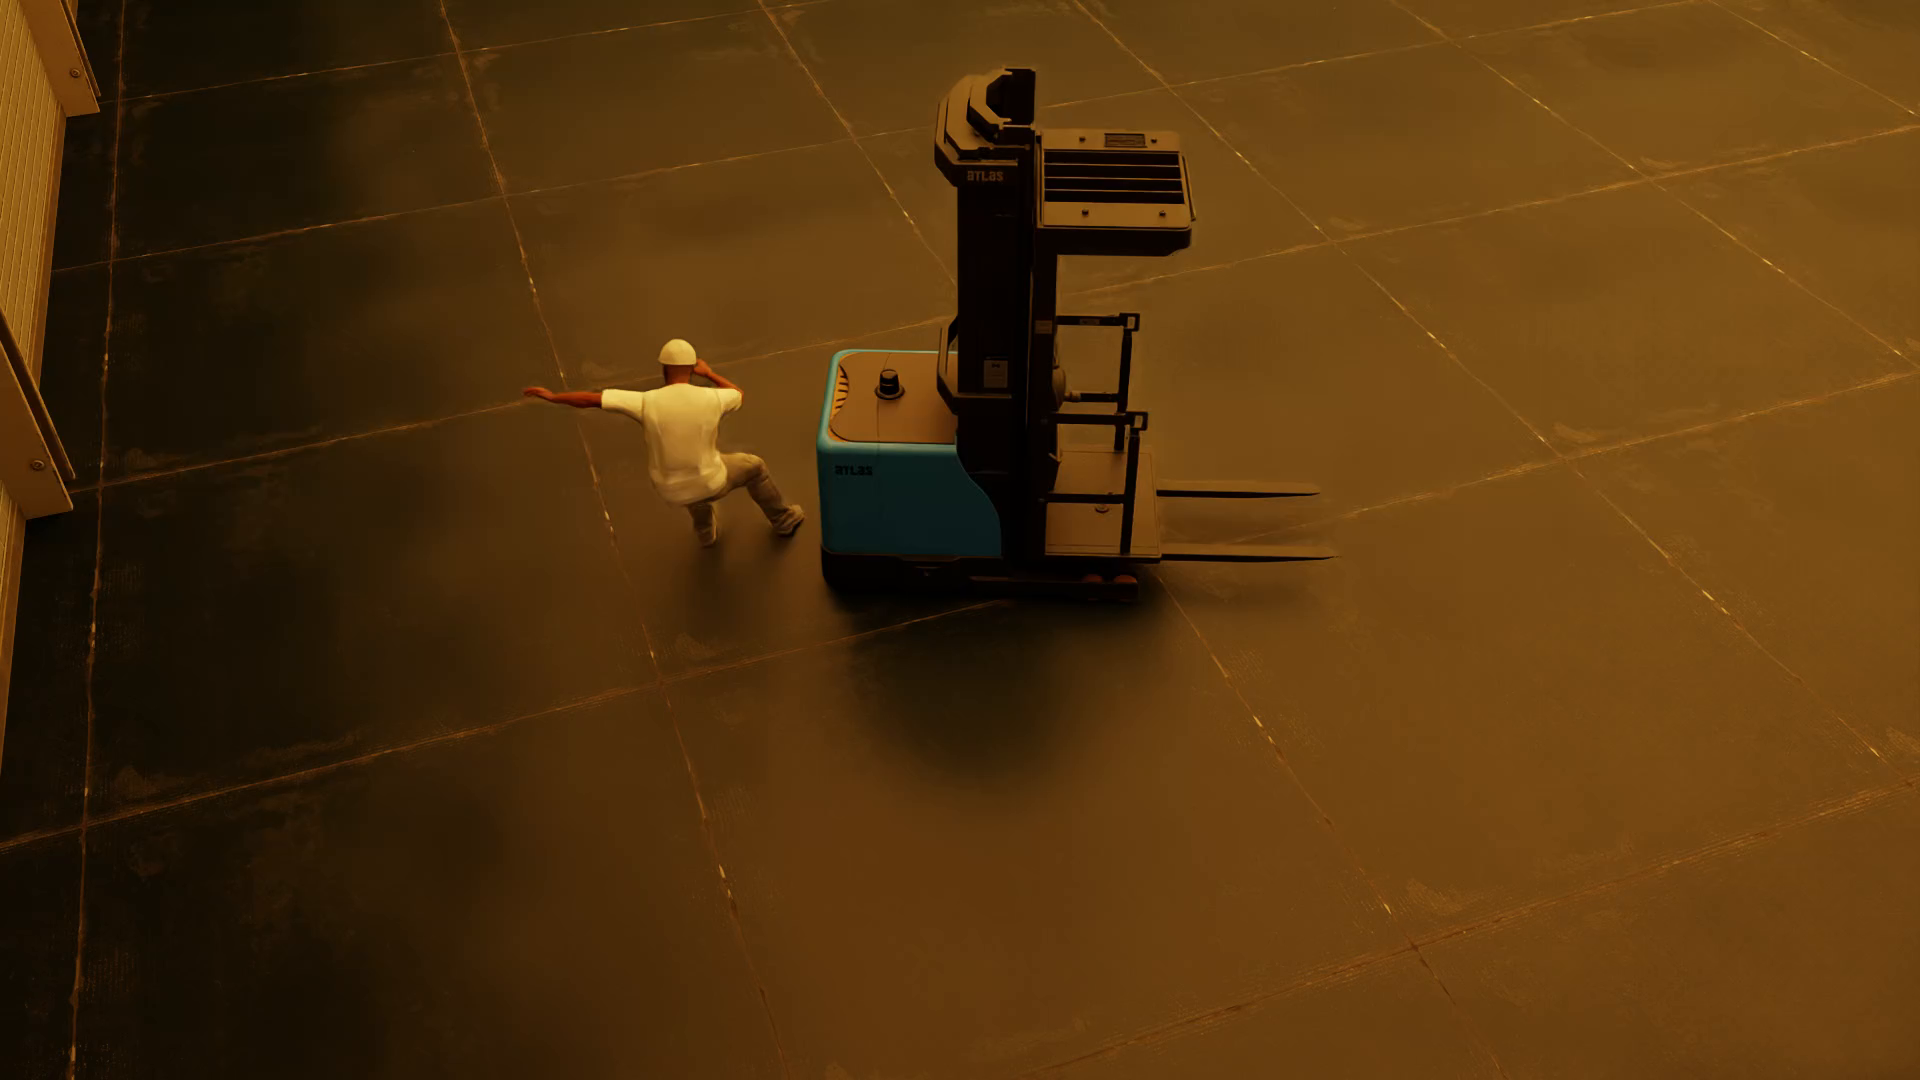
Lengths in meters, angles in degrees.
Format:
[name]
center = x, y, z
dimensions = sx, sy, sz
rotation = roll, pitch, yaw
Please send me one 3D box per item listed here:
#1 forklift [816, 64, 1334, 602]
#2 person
[forklift]
center = 0.710, -1.105, 9.313
dimensions = 3.031, 2.935, 1.130
rotation = 1, 40, 2
[person]
center = -1.717, -0.534, 9.783
dimensions = 1.536, 1.456, 0.792
rotation = -5, 40, -6
